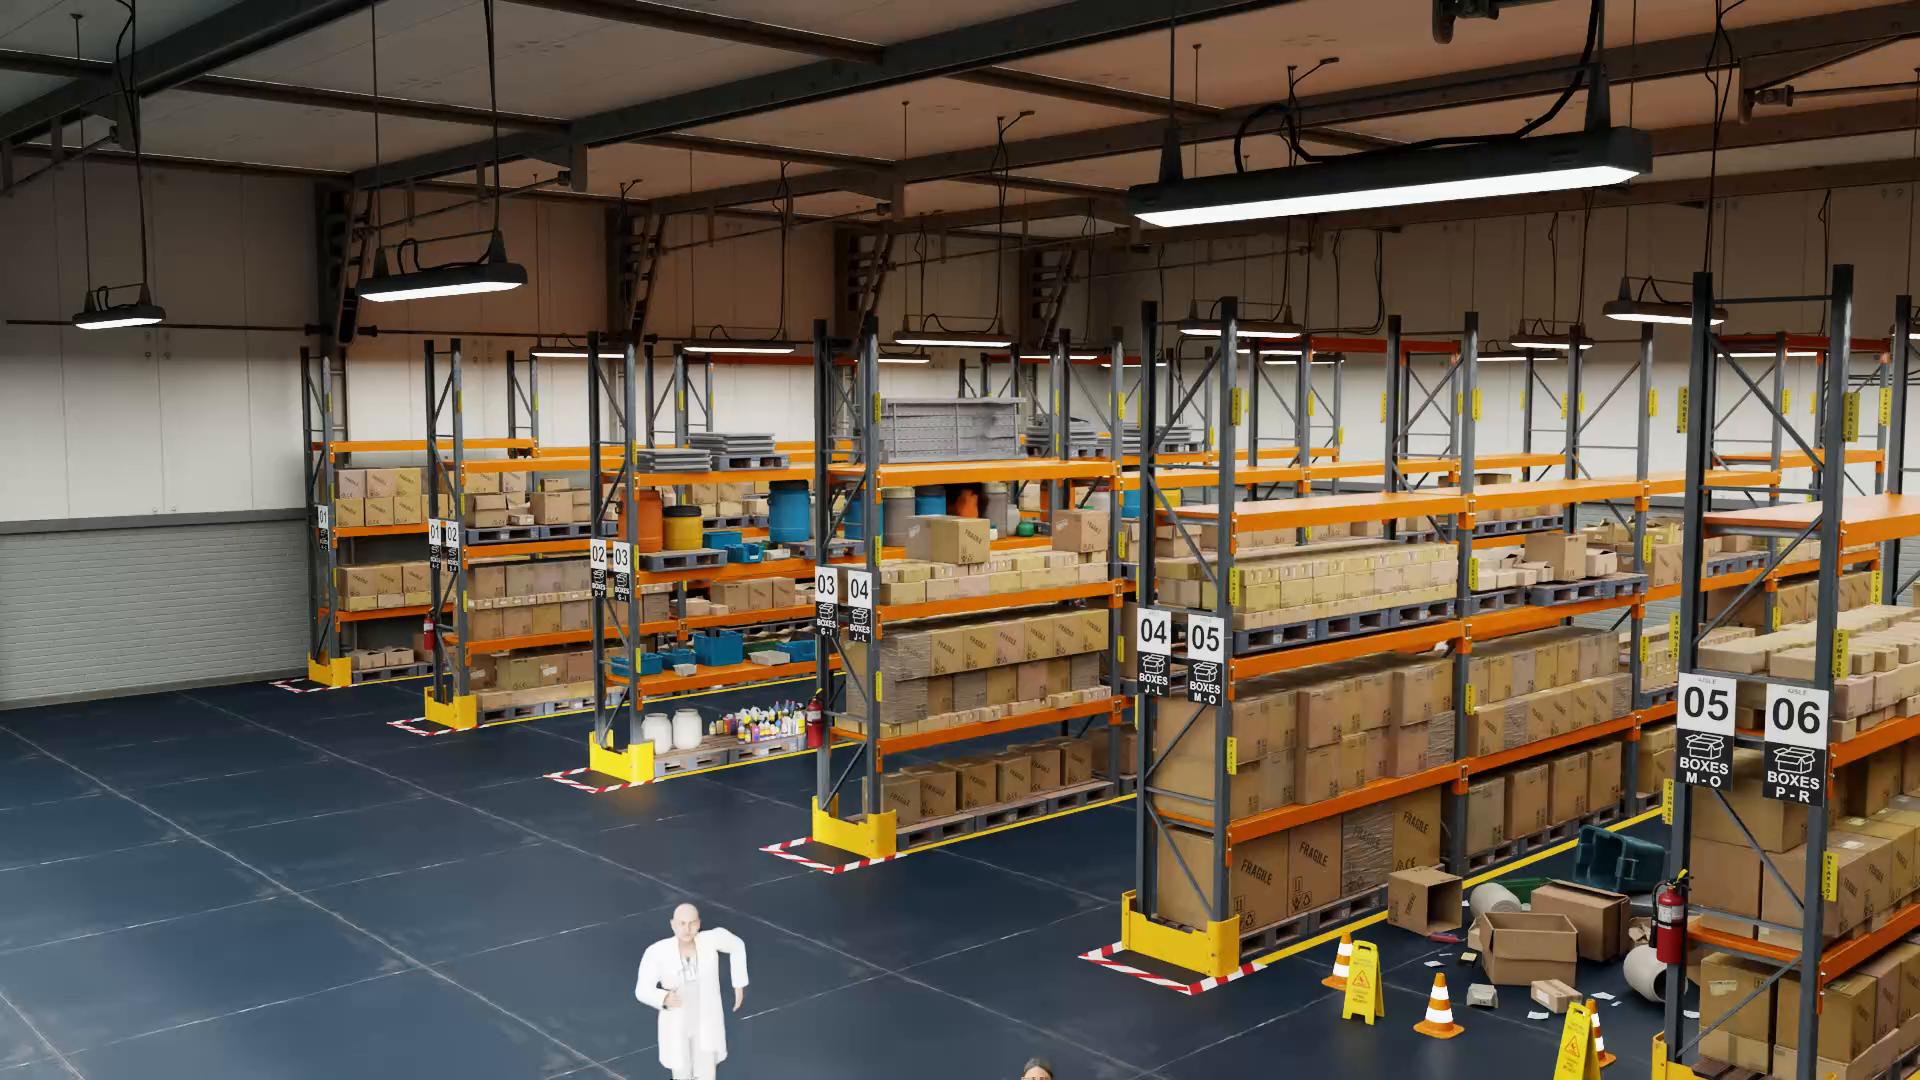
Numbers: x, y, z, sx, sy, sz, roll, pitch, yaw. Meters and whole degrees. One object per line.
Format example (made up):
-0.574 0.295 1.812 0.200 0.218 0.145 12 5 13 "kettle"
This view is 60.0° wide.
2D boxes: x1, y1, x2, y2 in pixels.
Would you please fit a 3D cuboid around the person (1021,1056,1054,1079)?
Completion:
0.431 3.571 8.879 0.661 1.617 0.570 0 5 3 "person"

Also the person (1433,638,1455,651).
7.290 2.122 24.692 0.731 1.816 0.684 -4 7 -39 "person"

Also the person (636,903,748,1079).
-1.801 3.299 11.221 0.745 1.781 0.893 -1 5 -10 "person"
